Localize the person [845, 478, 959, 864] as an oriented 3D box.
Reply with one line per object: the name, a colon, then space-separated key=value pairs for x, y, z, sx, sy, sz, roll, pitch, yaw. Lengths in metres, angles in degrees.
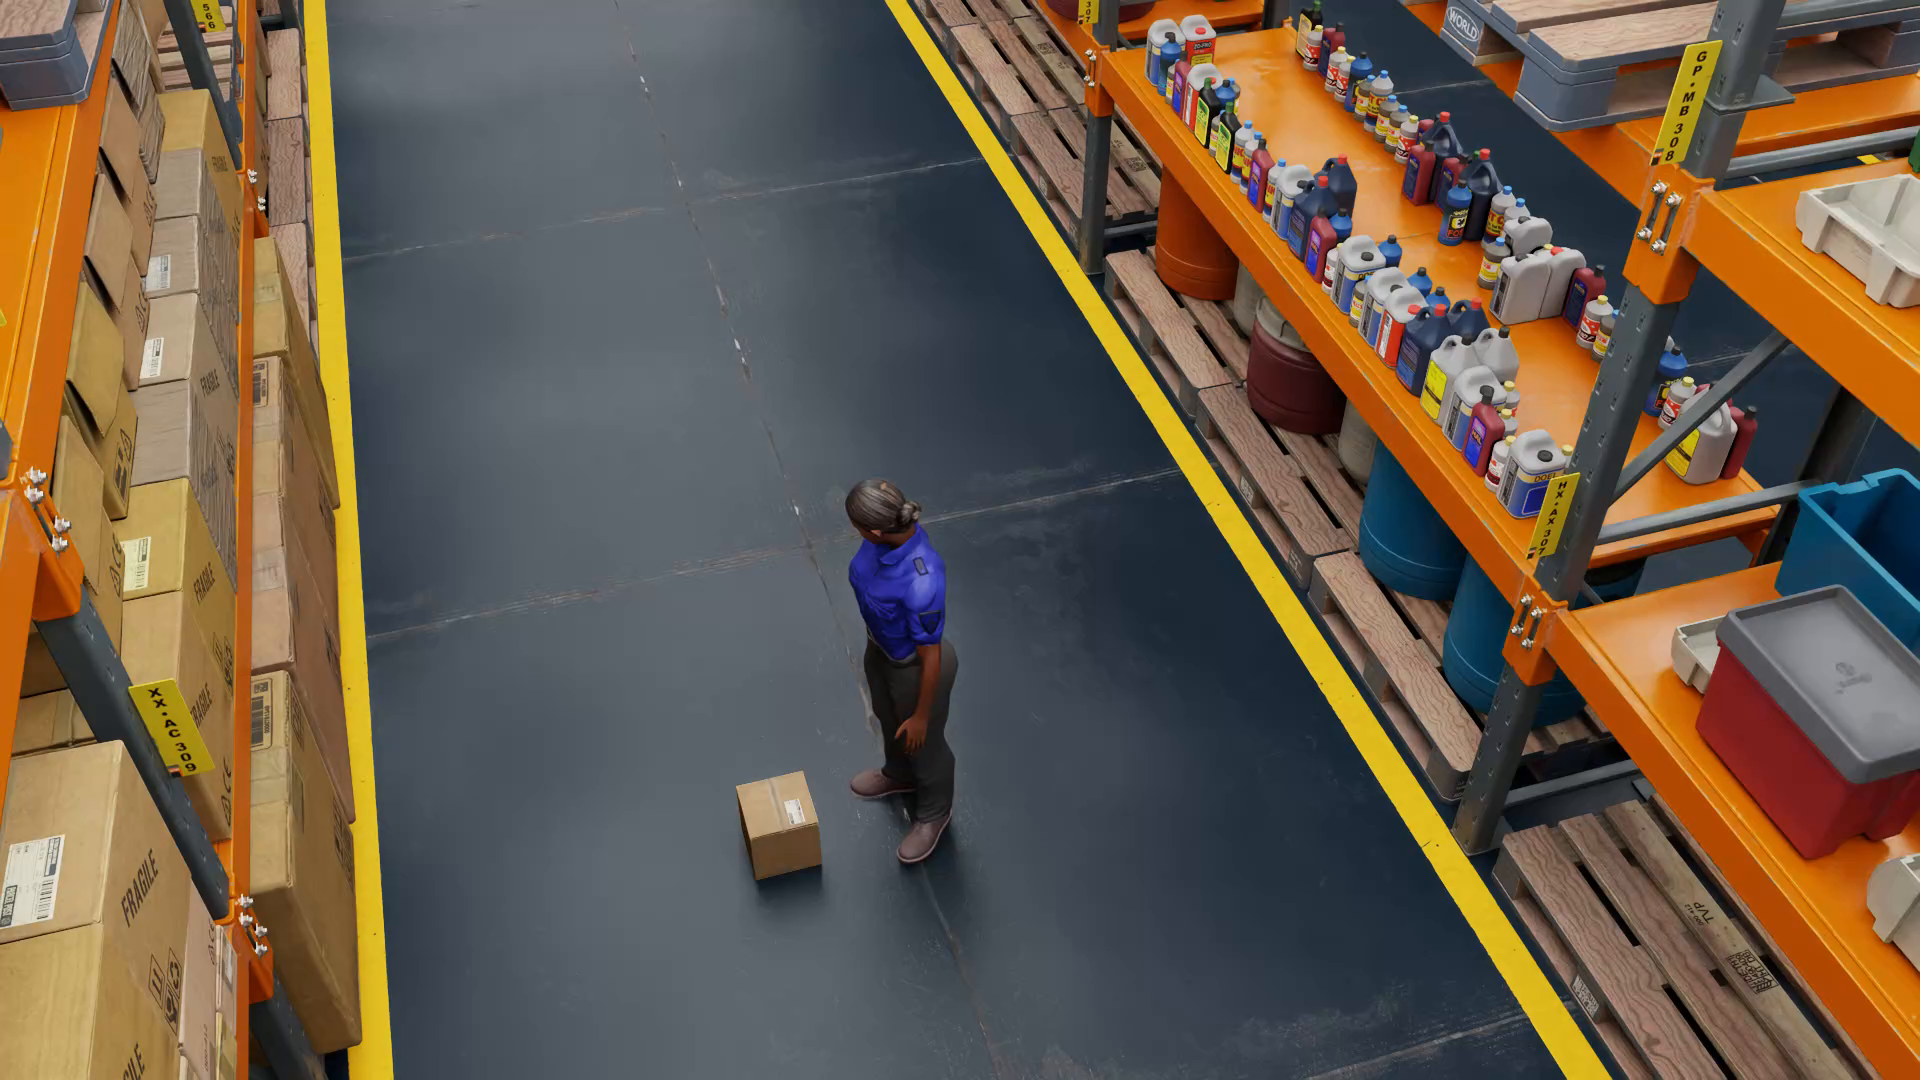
person: x=-0.181 y=0.442 z=5.686 sx=0.324 sy=1.669 sz=0.548 roll=-20 pitch=46 yaw=-20
